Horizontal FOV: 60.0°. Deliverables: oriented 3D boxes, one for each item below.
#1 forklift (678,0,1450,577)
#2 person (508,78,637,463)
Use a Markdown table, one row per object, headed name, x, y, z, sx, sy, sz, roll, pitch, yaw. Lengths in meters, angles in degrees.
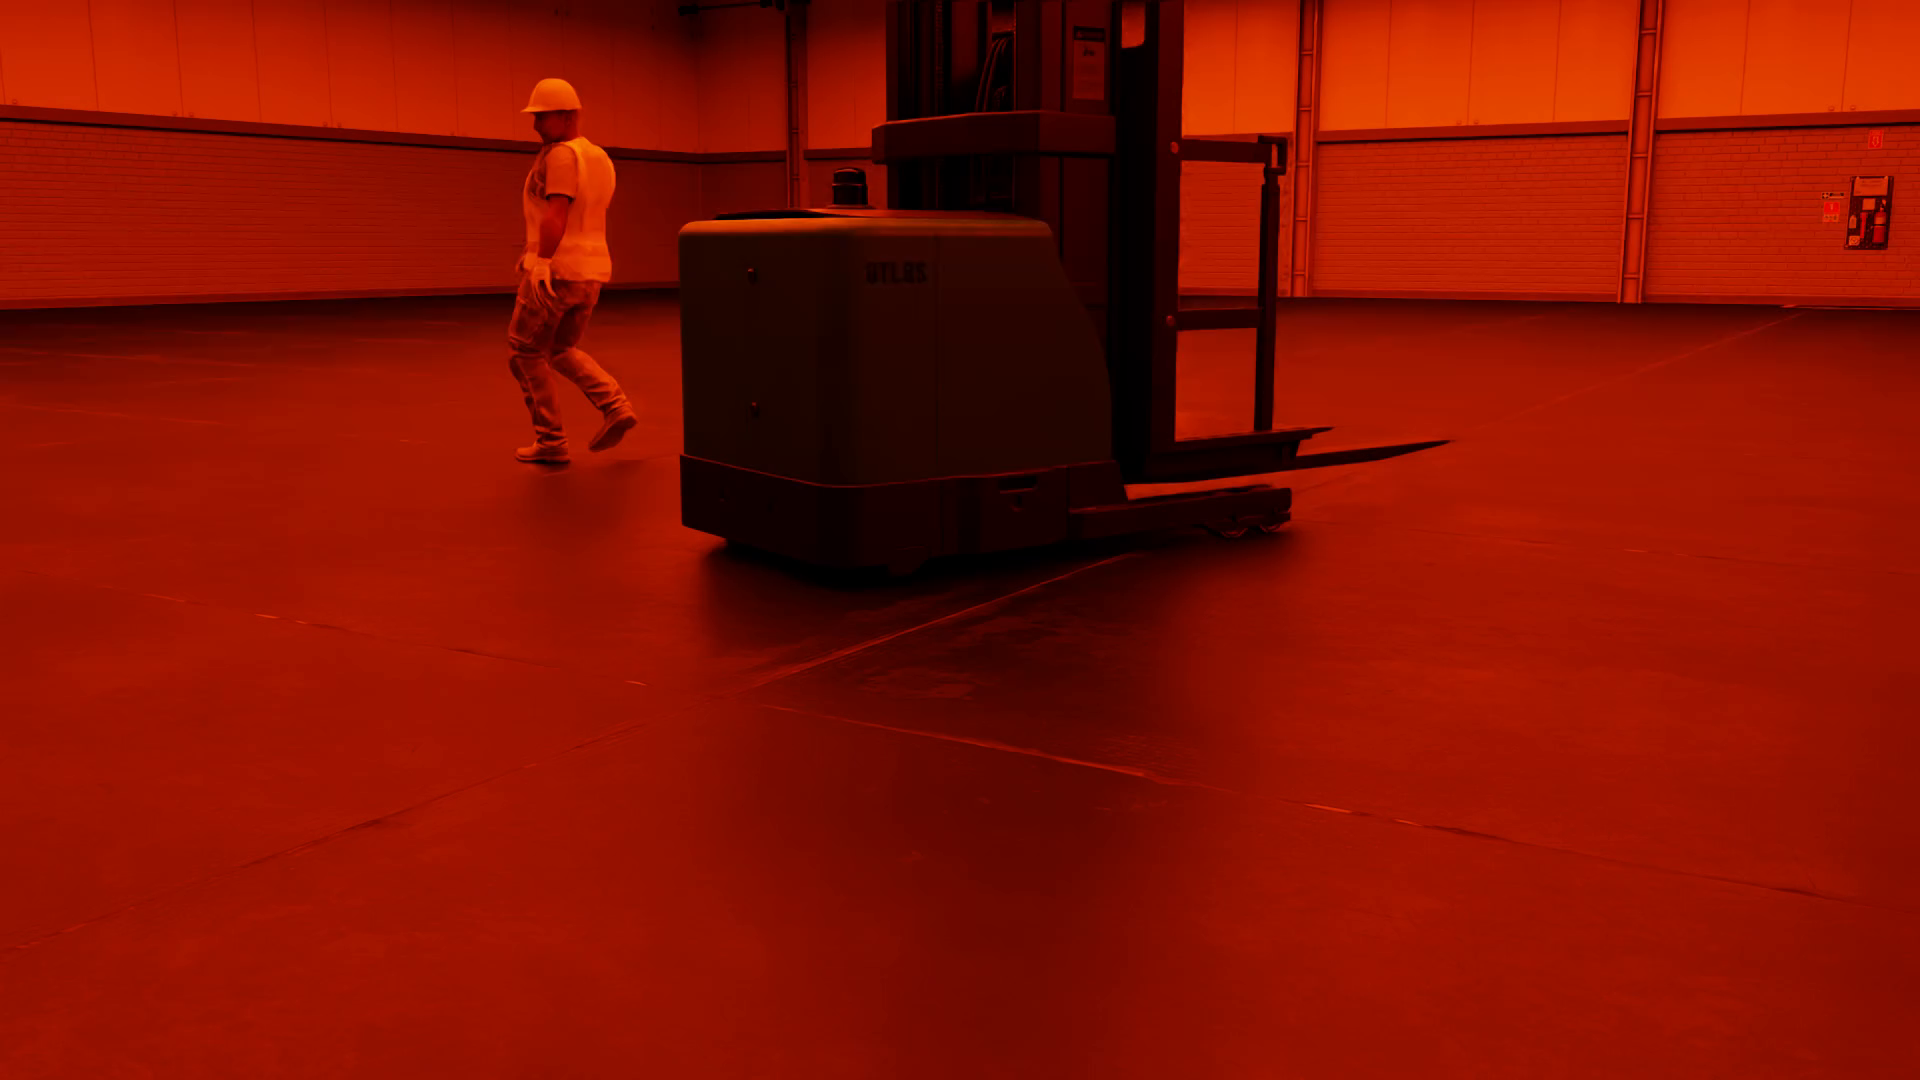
| name | x | y | z | sx | sy | sz | roll | pitch | yaw |
| --- | --- | --- | --- | --- | --- | --- | --- | --- | --- |
| forklift | 0.553 | -1.514 | 5.850 | 3.031 | 2.935 | 1.130 | -7 | 12 | -36 |
| person | -1.856 | -1.212 | 7.591 | 0.582 | 1.731 | 0.747 | 4 | 11 | 22 |
